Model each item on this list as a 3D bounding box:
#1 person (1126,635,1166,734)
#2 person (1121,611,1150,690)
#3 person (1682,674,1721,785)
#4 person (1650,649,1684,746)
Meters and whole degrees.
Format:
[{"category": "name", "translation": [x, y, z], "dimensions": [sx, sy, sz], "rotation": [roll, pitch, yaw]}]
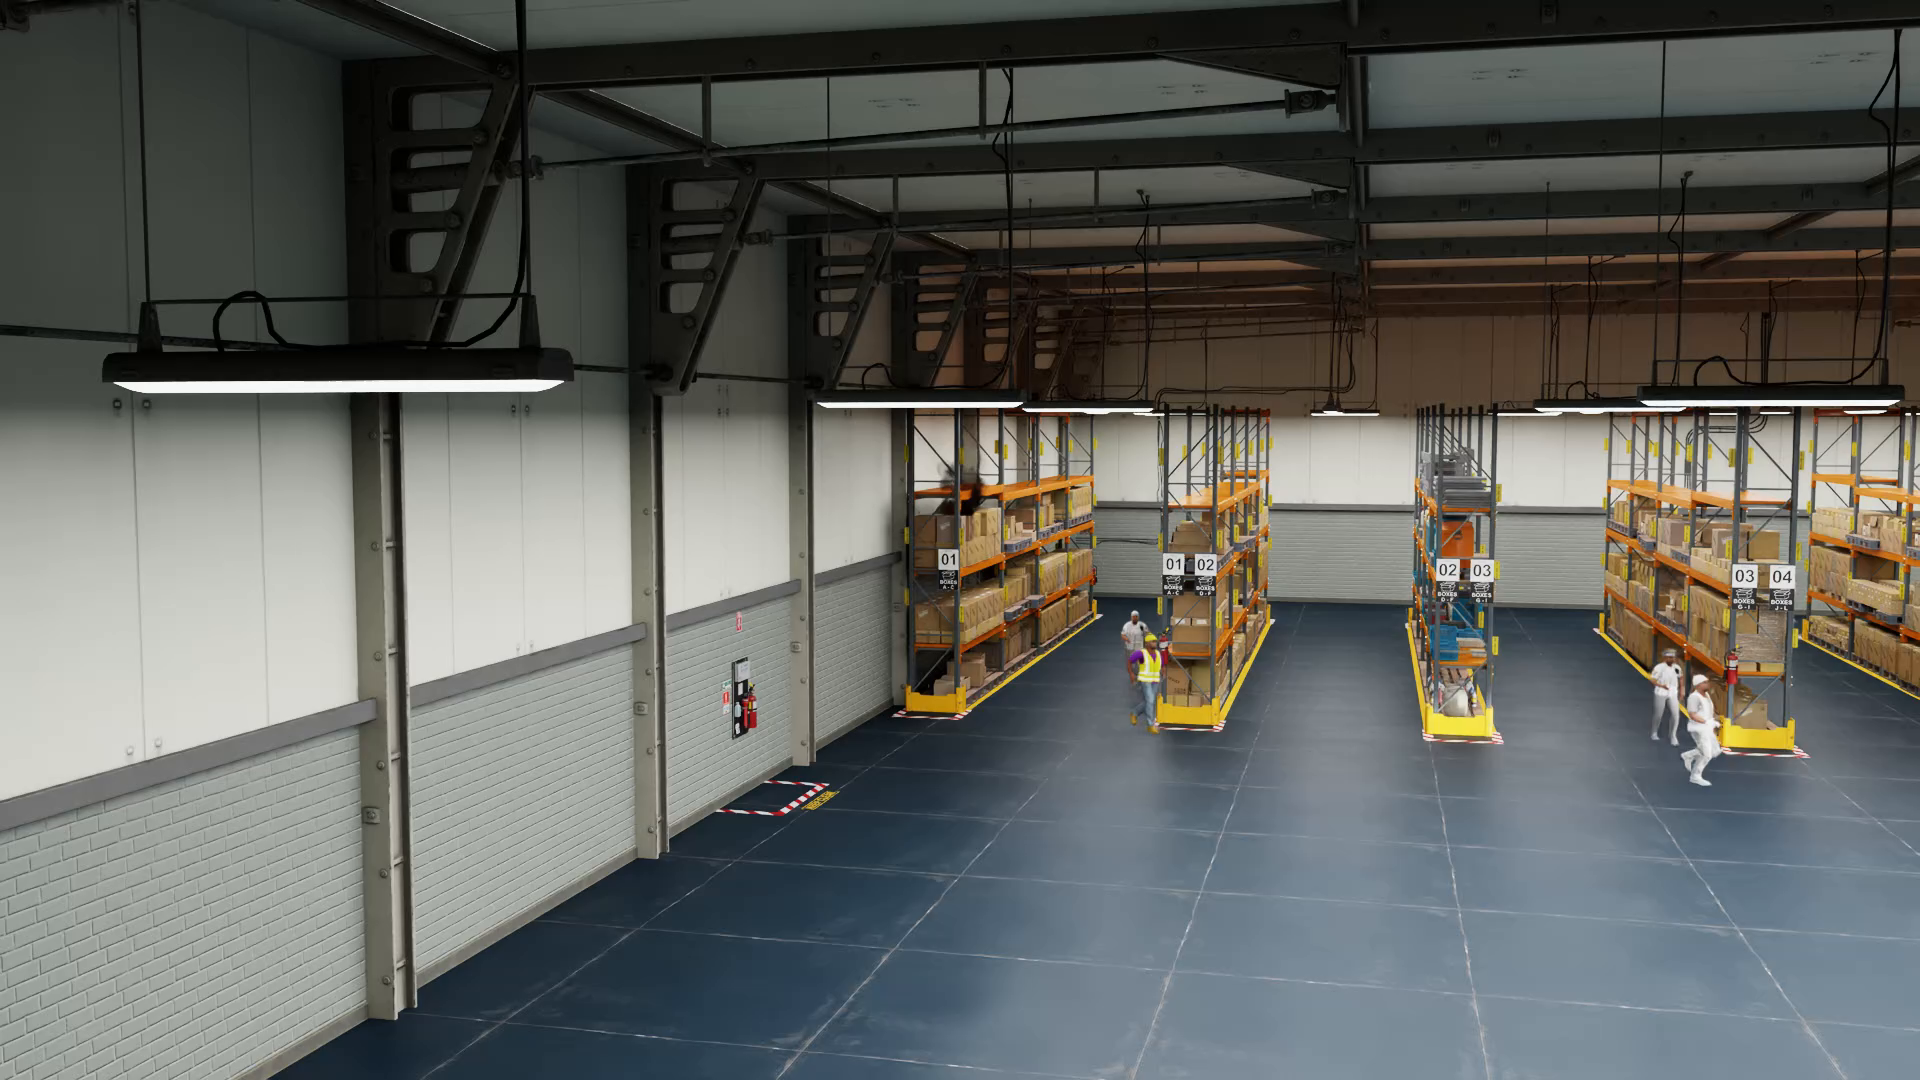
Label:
[{"category": "person", "translation": [3.489, 2.617, 30.539], "dimensions": [0.743, 1.750, 0.877], "rotation": [-3, 5, -32]}, {"category": "person", "translation": [3.706, 2.346, 35.272], "dimensions": [0.597, 1.698, 0.695], "rotation": [1, 4, 10]}, {"category": "person", "translation": [11.624, 2.965, 26.078], "dimensions": [0.623, 1.725, 0.709], "rotation": [3, 5, 39]}, {"category": "person", "translation": [12.470, 2.767, 29.318], "dimensions": [0.619, 1.730, 0.697], "rotation": [1, 4, 7]}]
